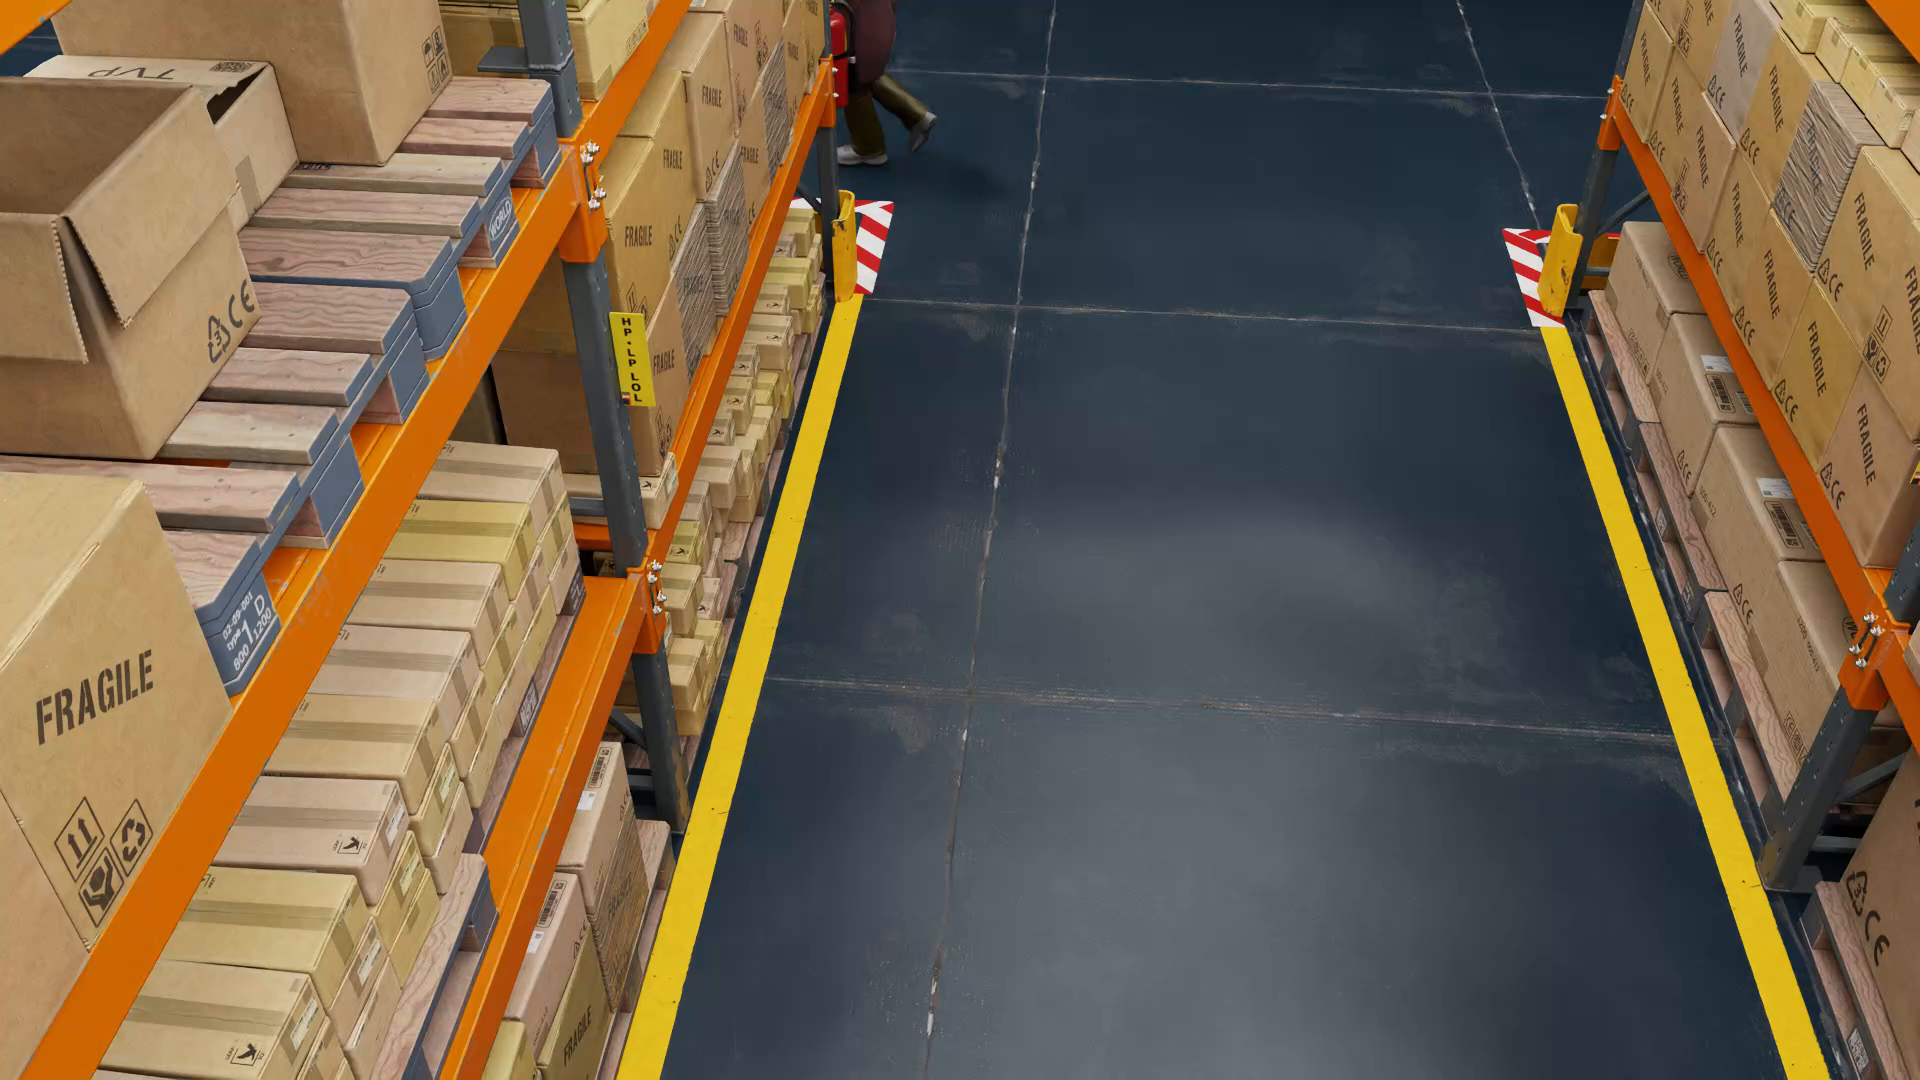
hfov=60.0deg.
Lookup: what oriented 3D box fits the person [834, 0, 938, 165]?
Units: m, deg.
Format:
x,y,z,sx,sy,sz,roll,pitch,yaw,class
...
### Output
x,y,z,sx,sy,sz,roll,pitch,yaw,class
-0.512,-2.966,9.741,0.678,1.748,0.620,10,41,12,person
